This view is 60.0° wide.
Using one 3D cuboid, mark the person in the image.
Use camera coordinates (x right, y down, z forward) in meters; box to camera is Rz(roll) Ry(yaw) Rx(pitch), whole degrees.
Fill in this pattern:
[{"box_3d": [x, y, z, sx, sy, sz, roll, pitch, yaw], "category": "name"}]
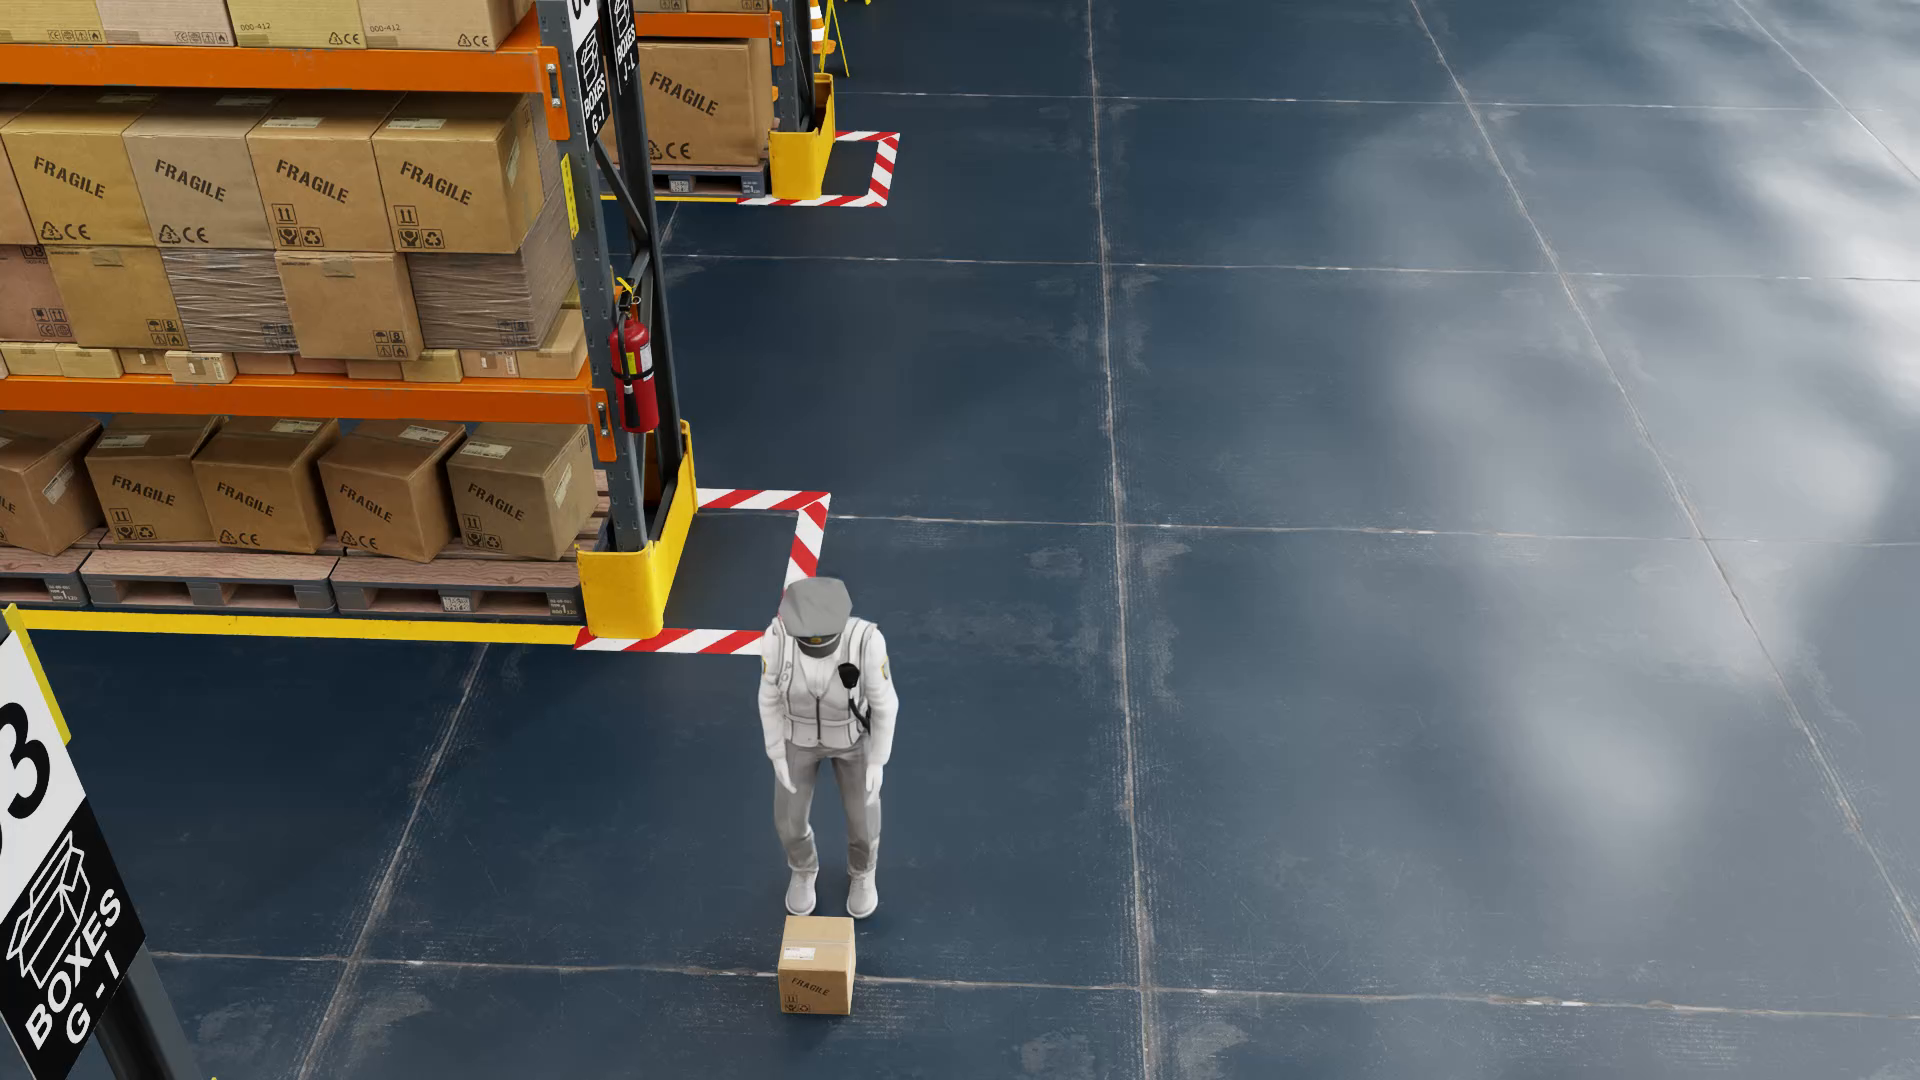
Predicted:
[{"box_3d": [-0.477, 0.767, 6.116, 0.508, 1.604, 0.485, 2, 36, 3], "category": "person"}]
